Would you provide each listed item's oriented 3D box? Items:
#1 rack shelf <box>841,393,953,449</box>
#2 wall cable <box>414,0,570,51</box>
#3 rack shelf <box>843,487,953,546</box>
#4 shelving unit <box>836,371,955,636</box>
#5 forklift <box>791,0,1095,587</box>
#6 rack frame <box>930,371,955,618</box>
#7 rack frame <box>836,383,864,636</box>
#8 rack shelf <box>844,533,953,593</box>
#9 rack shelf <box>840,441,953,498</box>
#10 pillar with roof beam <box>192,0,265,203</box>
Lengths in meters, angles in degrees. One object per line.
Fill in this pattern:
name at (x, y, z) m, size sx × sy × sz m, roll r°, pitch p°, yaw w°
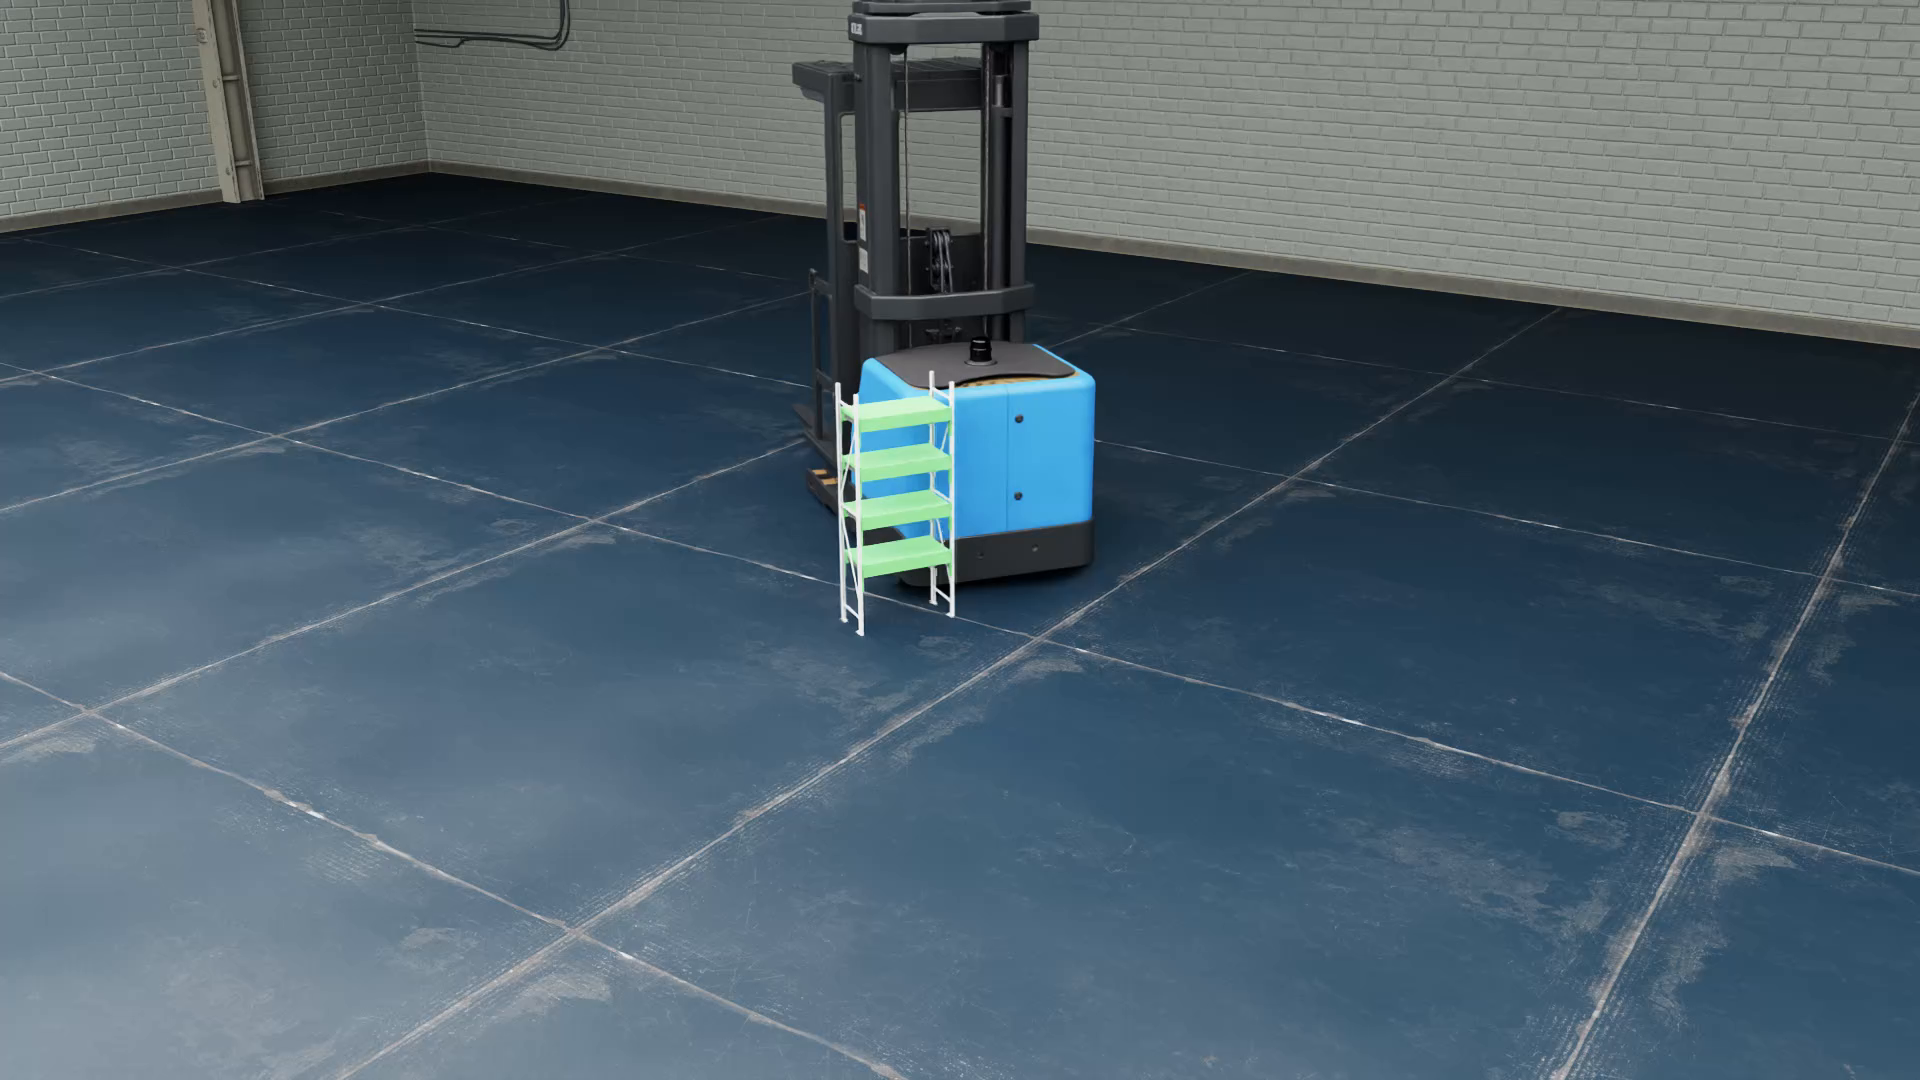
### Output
rack shelf at (-0.305, -0.566, 7.866) m, size 0.480 × 0.148 × 0.258 m, roll -10°, pitch 22°, yaw -25°
wall cable at (-6.174, -7.587, 21.281) m, size 3.097 × 2.526 × 0.112 m, roll 13°, pitch 24°, yaw 32°
rack shelf at (-0.305, -0.116, 8.033) m, size 0.480 × 0.148 × 0.258 m, roll -10°, pitch 22°, yaw -25°
shelving unit at (-0.305, -0.176, 8.011) m, size 0.503 × 1.200 × 0.258 m, roll -10°, pitch 22°, yaw -25°
forklift at (-0.280, -1.615, 9.406) m, size 1.130 × 2.935 × 3.031 m, roll -7°, pitch 22°, yaw -19°
rack frame at (-0.087, -0.213, 8.112) m, size 0.015 × 1.200 × 0.240 m, roll -10°, pitch 22°, yaw -25°
rack frame at (-0.524, -0.138, 7.909) m, size 0.015 × 1.200 × 0.240 m, roll -10°, pitch 22°, yaw -25°
rack shelf at (-0.305, 0.109, 8.116) m, size 0.480 × 0.148 × 0.258 m, roll -10°, pitch 22°, yaw -25°
rack shelf at (-0.305, -0.341, 7.950) m, size 0.480 × 0.148 × 0.258 m, roll -10°, pitch 22°, yaw -25°
pillar with roof beam at (-5.364, -7.617, 16.885) m, size 9.100 × 9.000 × 0.400 m, roll 13°, pitch 24°, yaw 32°
